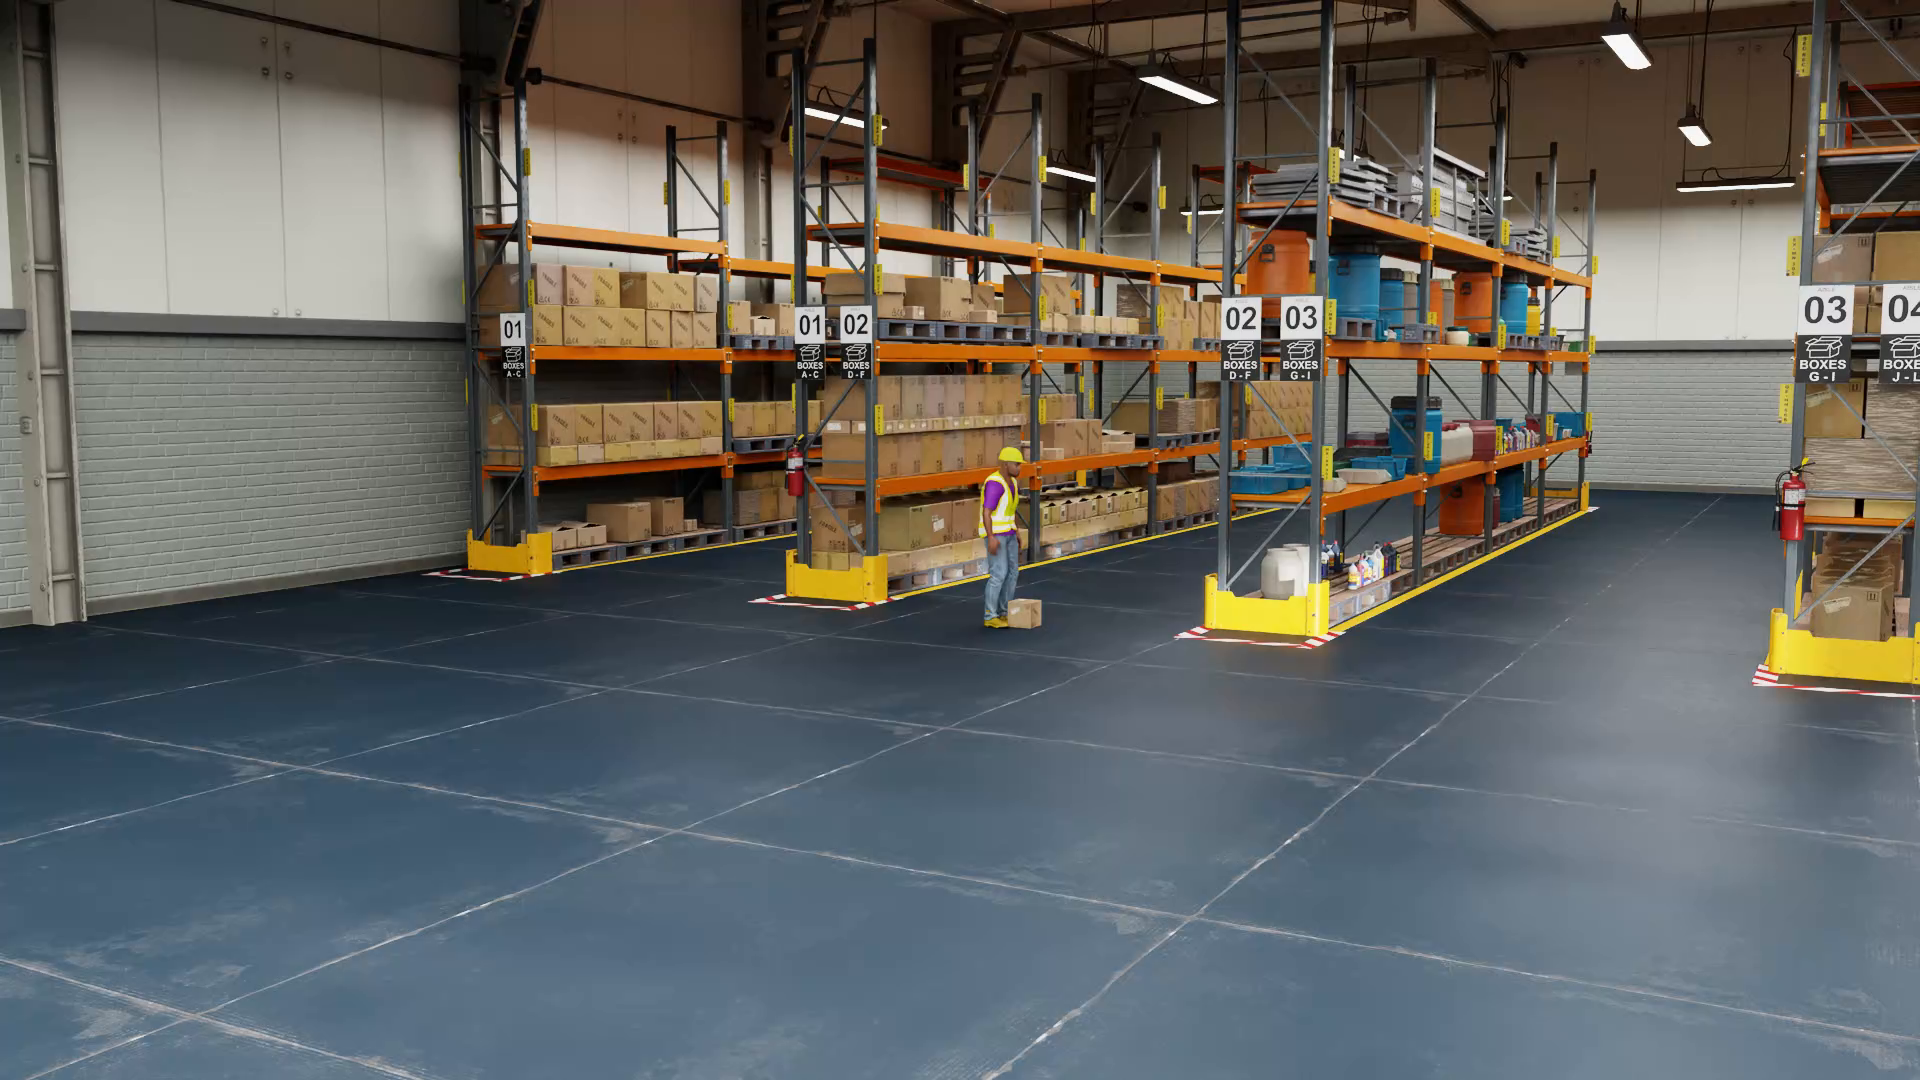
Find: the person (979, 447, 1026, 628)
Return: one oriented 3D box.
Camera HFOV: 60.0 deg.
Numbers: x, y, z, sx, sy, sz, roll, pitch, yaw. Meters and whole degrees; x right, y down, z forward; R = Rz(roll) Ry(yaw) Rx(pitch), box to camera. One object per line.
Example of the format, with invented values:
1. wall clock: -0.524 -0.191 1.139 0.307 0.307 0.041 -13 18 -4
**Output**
1. person: 0.432 -0.034 16.400 0.460 1.757 0.627 3 7 28
